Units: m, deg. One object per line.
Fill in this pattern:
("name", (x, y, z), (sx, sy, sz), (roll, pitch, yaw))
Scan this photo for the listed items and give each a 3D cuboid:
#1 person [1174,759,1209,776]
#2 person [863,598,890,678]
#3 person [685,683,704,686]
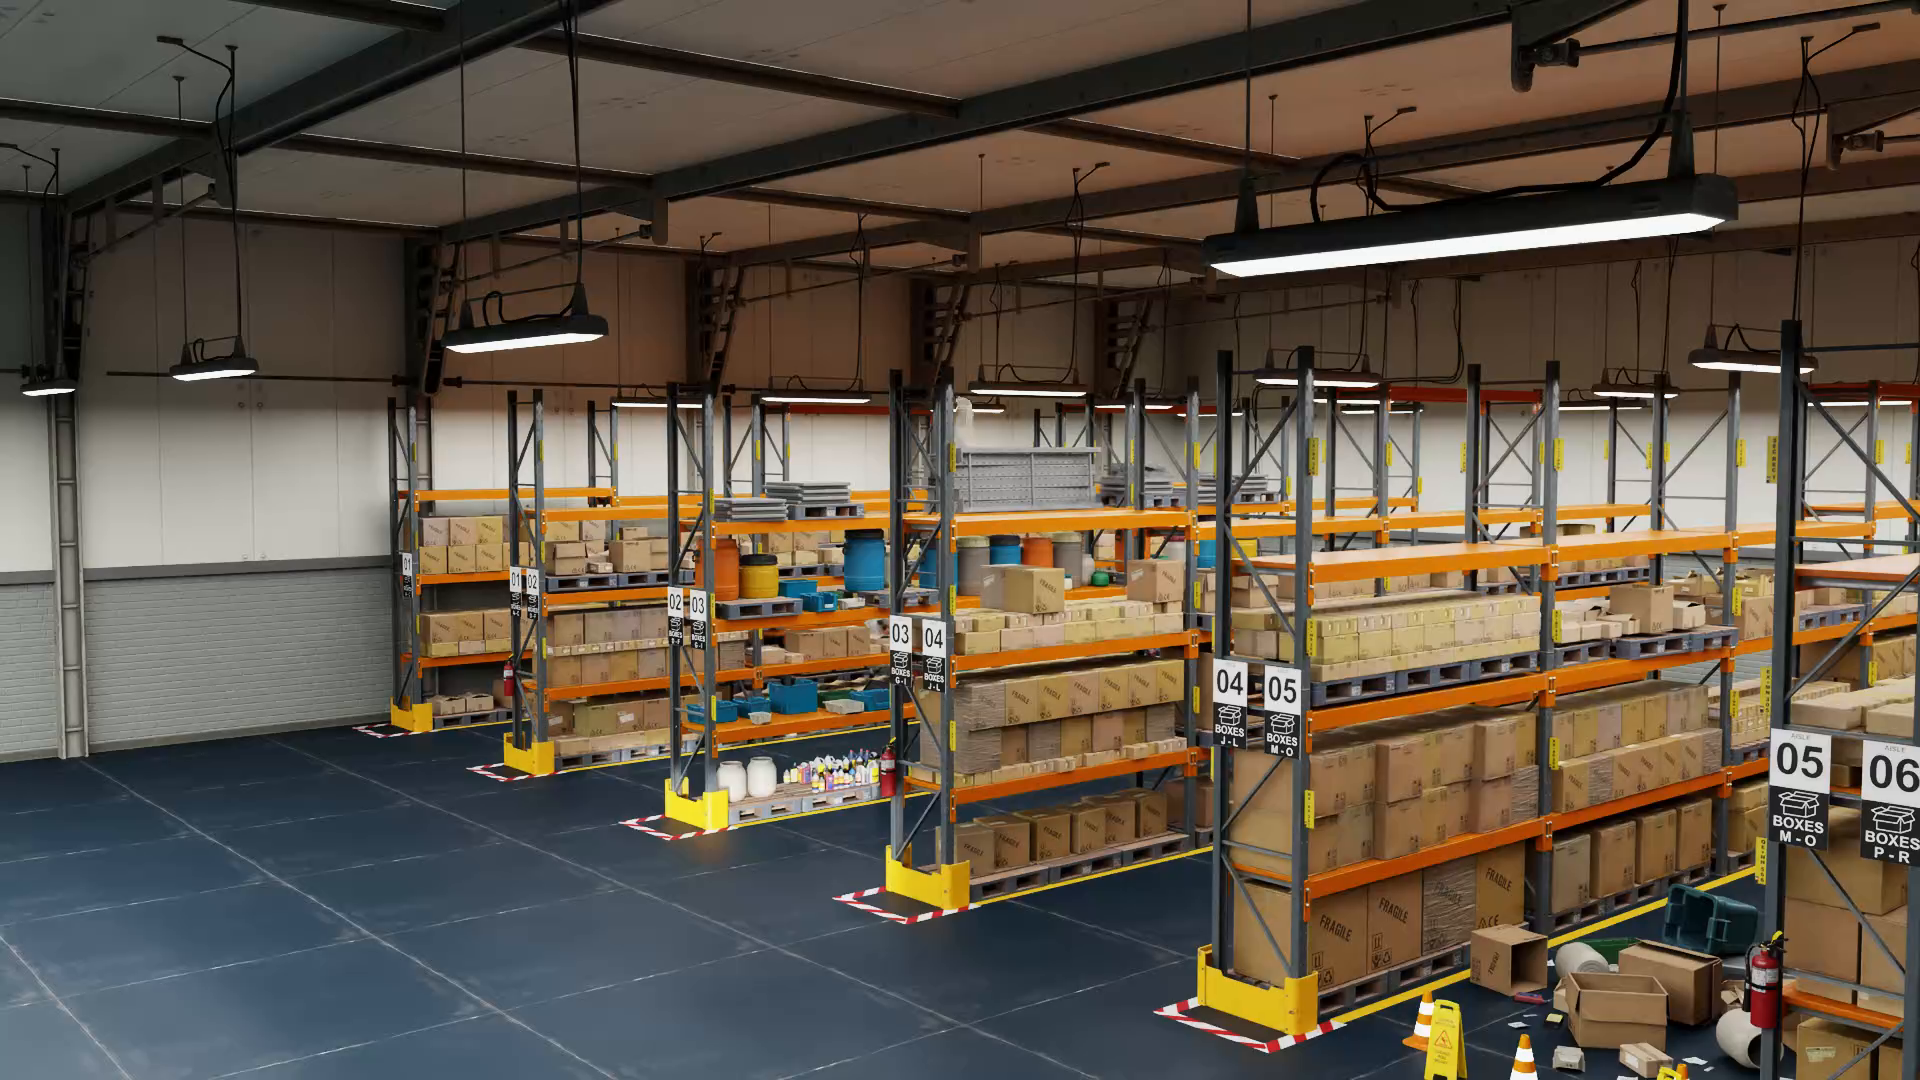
("person", (3.666, 2.817, 26.000), (0.589, 1.741, 0.769), (3, 4, 39))
("person", (-1.789, 2.067, 33.566), (0.643, 1.773, 0.575), (3, 4, 40))
("person", (-4.795, 2.623, 29.953), (0.506, 1.614, 0.608), (-3, 5, -42))
